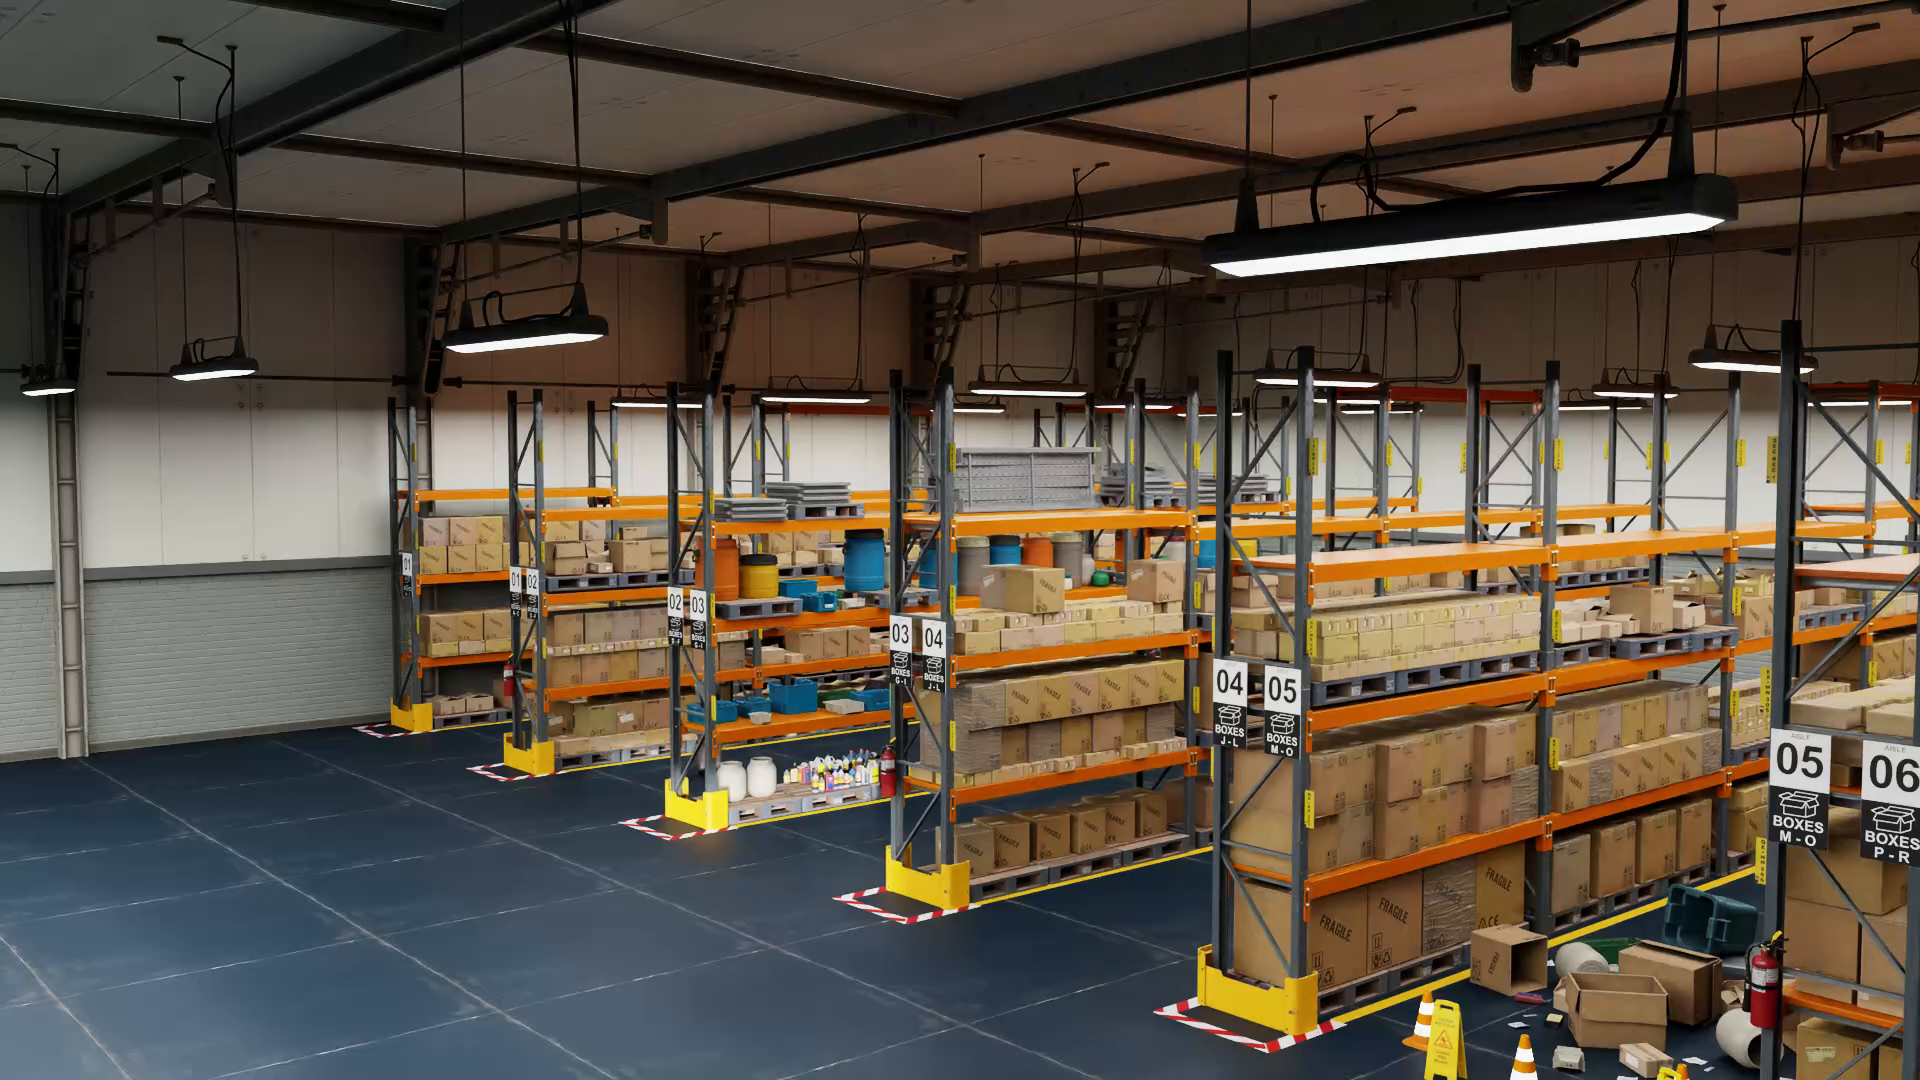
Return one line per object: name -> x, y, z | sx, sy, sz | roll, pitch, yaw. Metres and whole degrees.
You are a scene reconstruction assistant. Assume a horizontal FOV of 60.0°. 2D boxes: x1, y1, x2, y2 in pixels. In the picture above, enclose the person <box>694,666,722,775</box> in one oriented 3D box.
person -> -3.901, 2.813, 25.874 | 0.447, 1.757, 0.588 | 2, 4, 27
